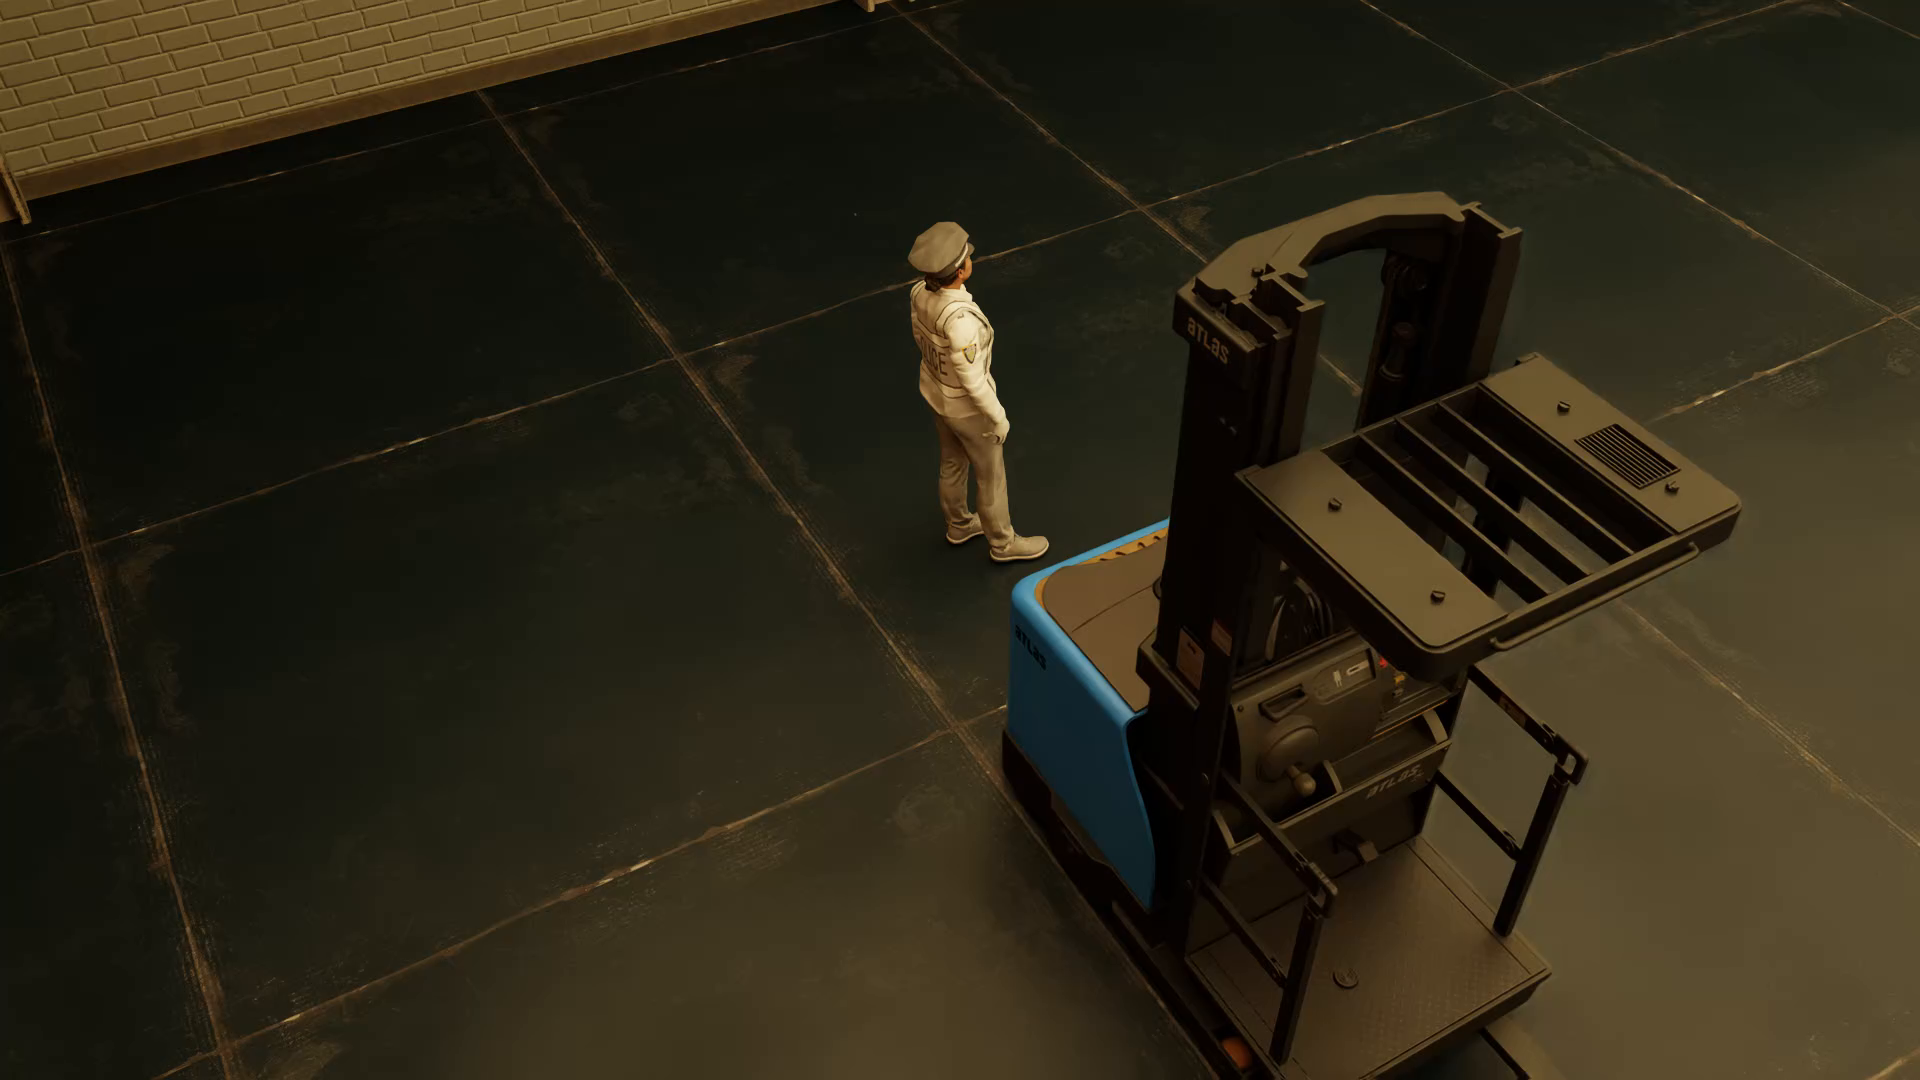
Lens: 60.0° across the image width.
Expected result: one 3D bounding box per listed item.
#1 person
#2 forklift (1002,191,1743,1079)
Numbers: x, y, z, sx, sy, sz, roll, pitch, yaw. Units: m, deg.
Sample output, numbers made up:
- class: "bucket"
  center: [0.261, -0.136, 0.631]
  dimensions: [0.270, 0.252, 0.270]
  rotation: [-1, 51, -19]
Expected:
- class: "person"
  center: [0.062, -0.646, 7.293]
  dimensions: [0.531, 1.695, 0.588]
  rotation: [-21, 47, -21]
- class: "forklift"
  center: [1.343, 0.573, 5.080]
  dimensions: [1.130, 2.935, 3.031]
  rotation: [-21, 47, -22]
